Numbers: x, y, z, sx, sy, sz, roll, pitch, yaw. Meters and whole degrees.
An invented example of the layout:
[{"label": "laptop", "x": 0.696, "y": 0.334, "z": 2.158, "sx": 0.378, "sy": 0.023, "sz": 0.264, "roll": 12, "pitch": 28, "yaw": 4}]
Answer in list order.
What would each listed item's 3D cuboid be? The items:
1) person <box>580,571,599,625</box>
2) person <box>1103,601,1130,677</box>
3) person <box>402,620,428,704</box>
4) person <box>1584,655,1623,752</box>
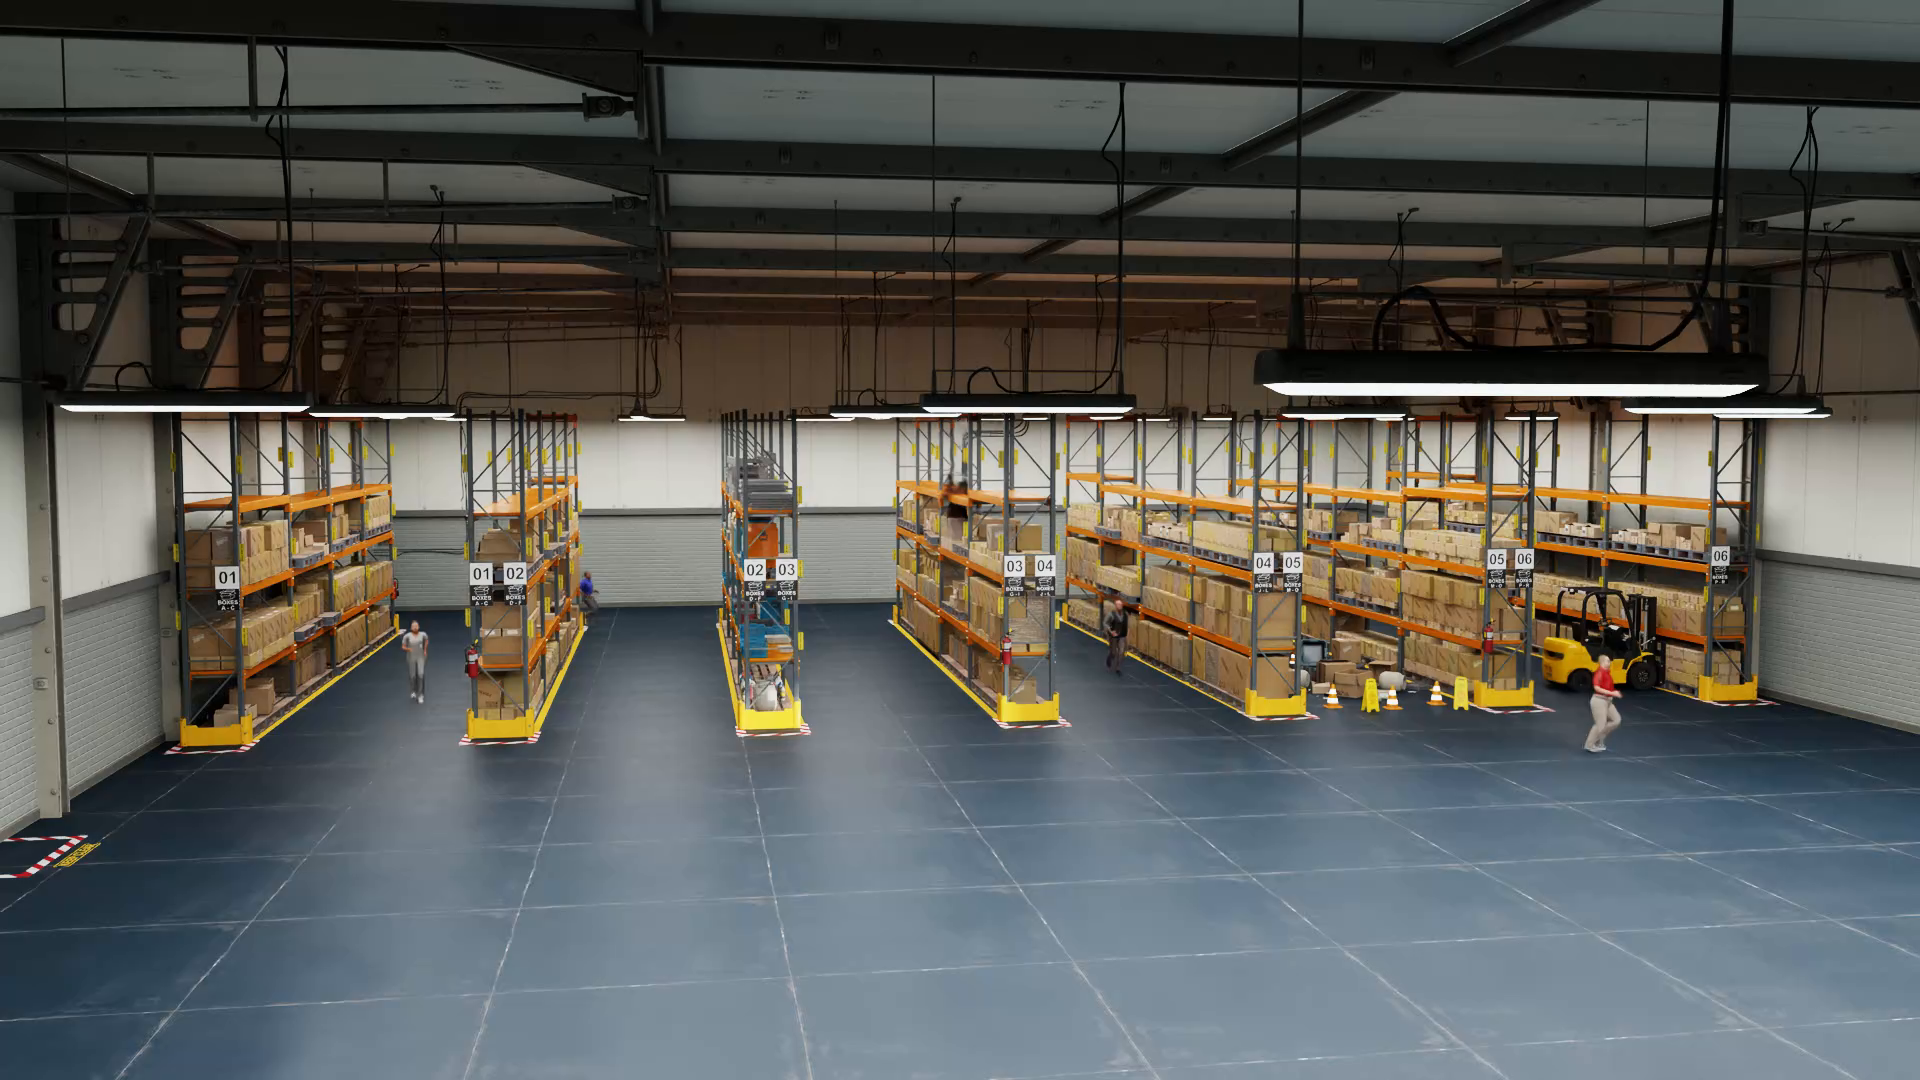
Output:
[{"label": "person", "x": -10.510, "y": 1.654, "z": 47.133, "sx": 0.527, "sy": 1.585, "sz": 0.580, "roll": 1, "pitch": 4, "yaw": 9}, {"label": "person", "x": 3.603, "y": 2.194, "z": 38.062, "sx": 0.684, "sy": 1.639, "sz": 0.836, "roll": -1, "pitch": 4, "yaw": -16}, {"label": "person", "x": -11.237, "y": 2.488, "z": 34.304, "sx": 0.518, "sy": 1.695, "sz": 0.887, "roll": -1, "pitch": 4, "yaw": -17}, {"label": "person", "x": 11.226, "y": 2.857, "z": 28.947, "sx": 0.647, "sy": 1.713, "sz": 0.663, "roll": 3, "pitch": 5, "yaw": 37}]
